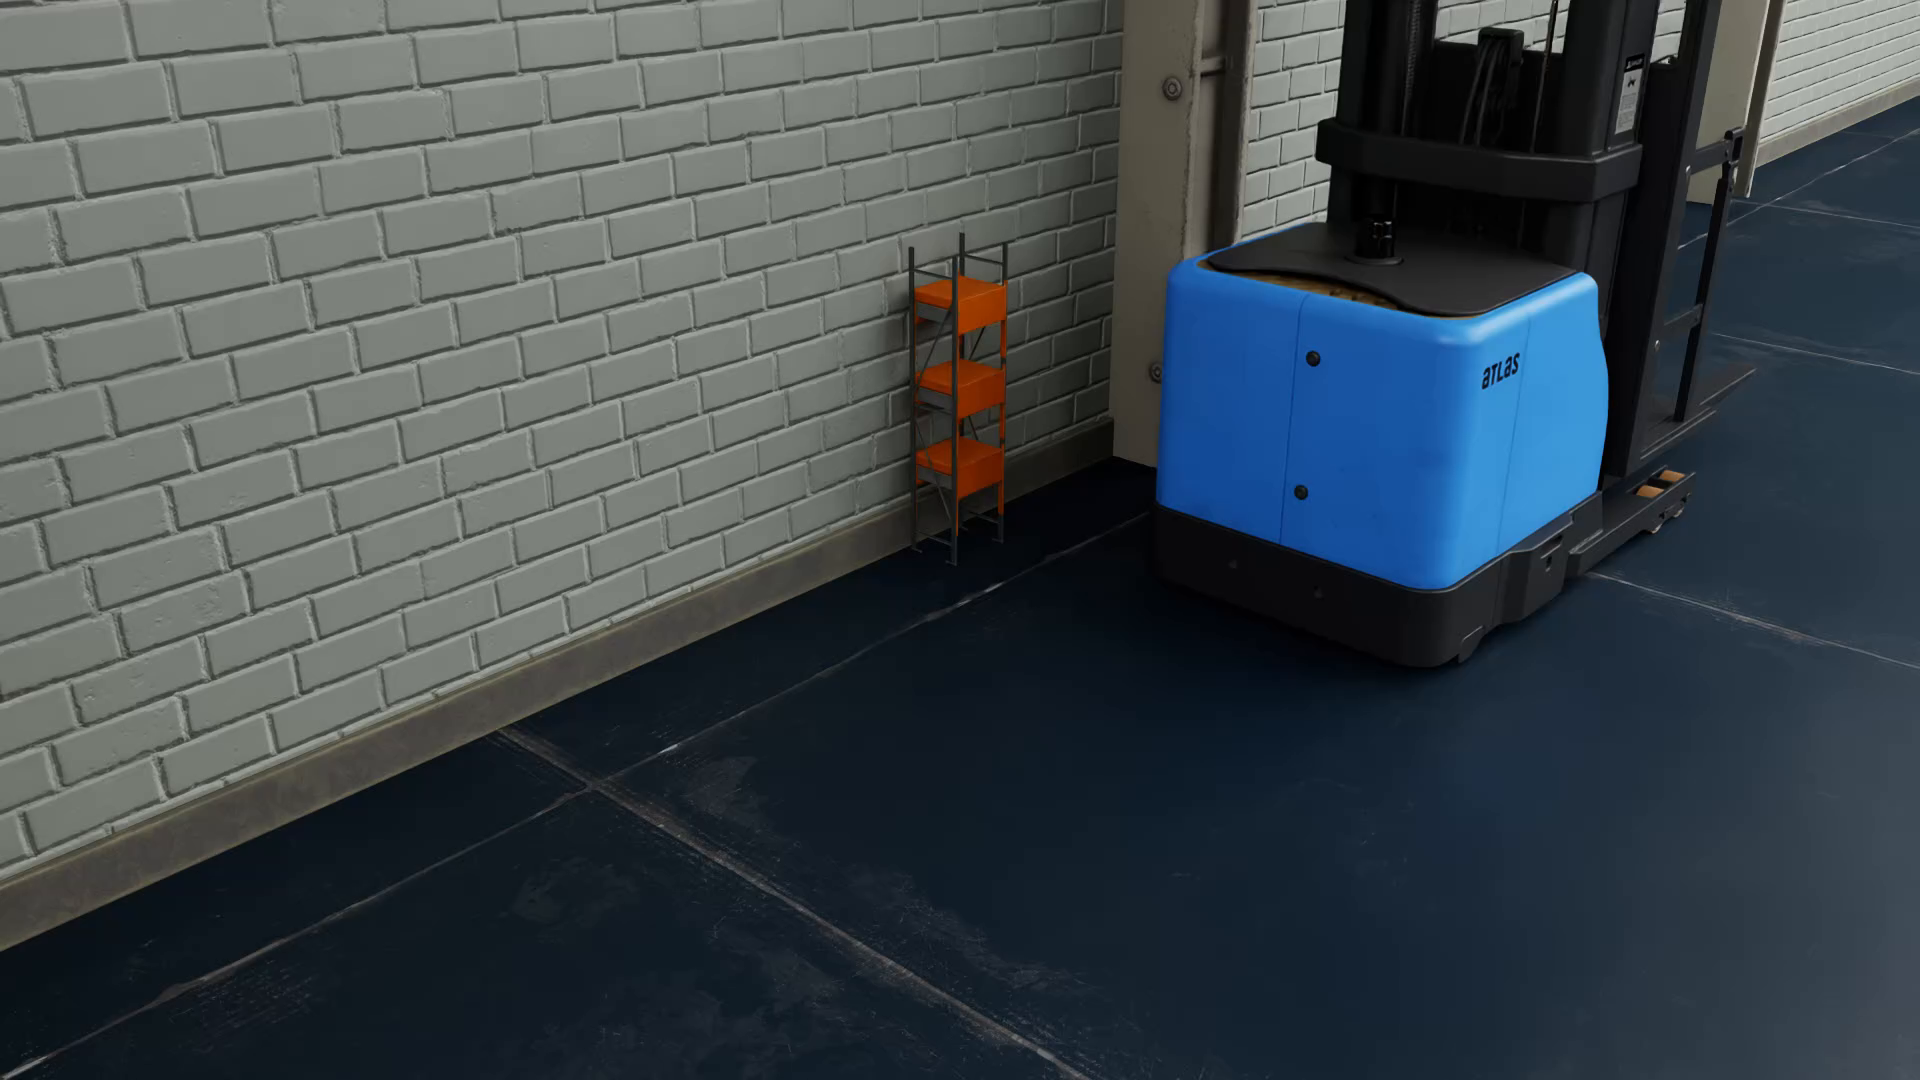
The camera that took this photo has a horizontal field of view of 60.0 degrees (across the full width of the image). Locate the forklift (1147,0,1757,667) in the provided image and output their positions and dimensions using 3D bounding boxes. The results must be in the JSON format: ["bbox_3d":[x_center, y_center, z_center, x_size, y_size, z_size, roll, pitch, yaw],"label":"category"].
[{"bbox_3d":[1.978,-1.487,5.484,1.130,2.935,3.031,21,32,38],"label":"forklift"}]

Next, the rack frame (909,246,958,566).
[{"bbox_3d":[-0.087,-0.420,5.401,0.200,1.050,0.008,20,31,37],"label":"rack frame"}]

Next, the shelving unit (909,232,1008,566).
[{"bbox_3d":[-0.006,-0.457,5.485,0.215,1.050,0.252,20,31,37],"label":"shelving unit"}]

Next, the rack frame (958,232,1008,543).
[{"bbox_3d":[0.074,-0.495,5.569,0.200,1.050,0.008,20,31,37],"label":"rack frame"}]

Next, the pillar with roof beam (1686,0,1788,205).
[{"bbox_3d":[8.027,-5.119,6.167,9.100,9.000,0.400,20,31,38],"label":"pillar with roof beam"}]

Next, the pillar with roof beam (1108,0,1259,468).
[{"bbox_3d":[4.022,-3.291,2.090,9.100,9.000,0.400,20,31,38],"label":"pillar with roof beam"}]

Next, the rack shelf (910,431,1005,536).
[{"bbox_3d":[-0.008,-0.195,5.604,0.215,0.259,0.240,20,31,37],"label":"rack shelf"}]

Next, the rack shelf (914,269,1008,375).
[{"bbox_3d":[-0.005,-0.706,5.372,0.215,0.259,0.240,20,31,37],"label":"rack shelf"}]

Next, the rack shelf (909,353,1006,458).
[{"bbox_3d":[-0.007,-0.448,5.489,0.215,0.259,0.240,20,31,37],"label":"rack shelf"}]
